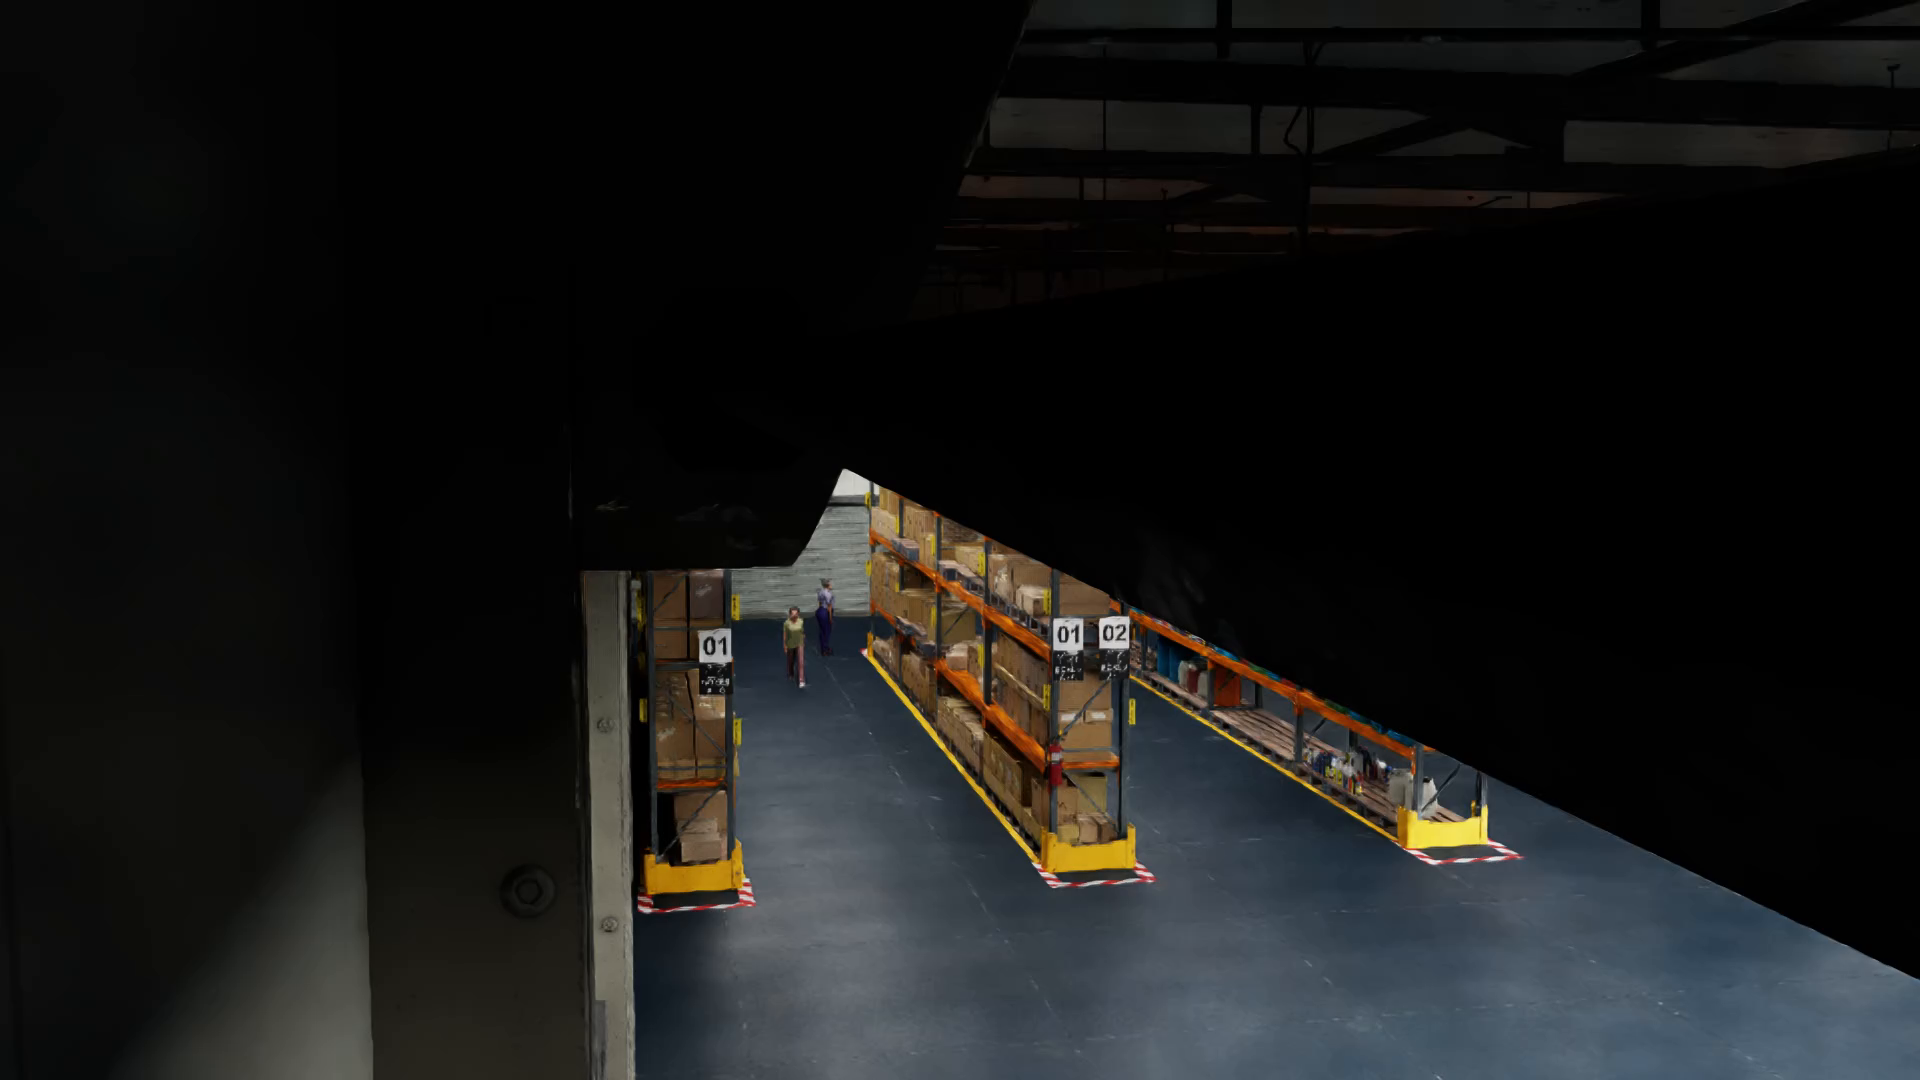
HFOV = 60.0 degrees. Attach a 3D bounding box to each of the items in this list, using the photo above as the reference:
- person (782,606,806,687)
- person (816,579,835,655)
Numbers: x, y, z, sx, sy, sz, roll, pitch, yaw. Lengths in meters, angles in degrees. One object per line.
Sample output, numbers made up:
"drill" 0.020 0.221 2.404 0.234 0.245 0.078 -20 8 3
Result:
"person" -3.294 2.084 32.966 0.448 1.590 1.110 -1 6 -9
"person" -2.923 1.680 36.659 0.447 1.645 0.579 -4 7 -31
